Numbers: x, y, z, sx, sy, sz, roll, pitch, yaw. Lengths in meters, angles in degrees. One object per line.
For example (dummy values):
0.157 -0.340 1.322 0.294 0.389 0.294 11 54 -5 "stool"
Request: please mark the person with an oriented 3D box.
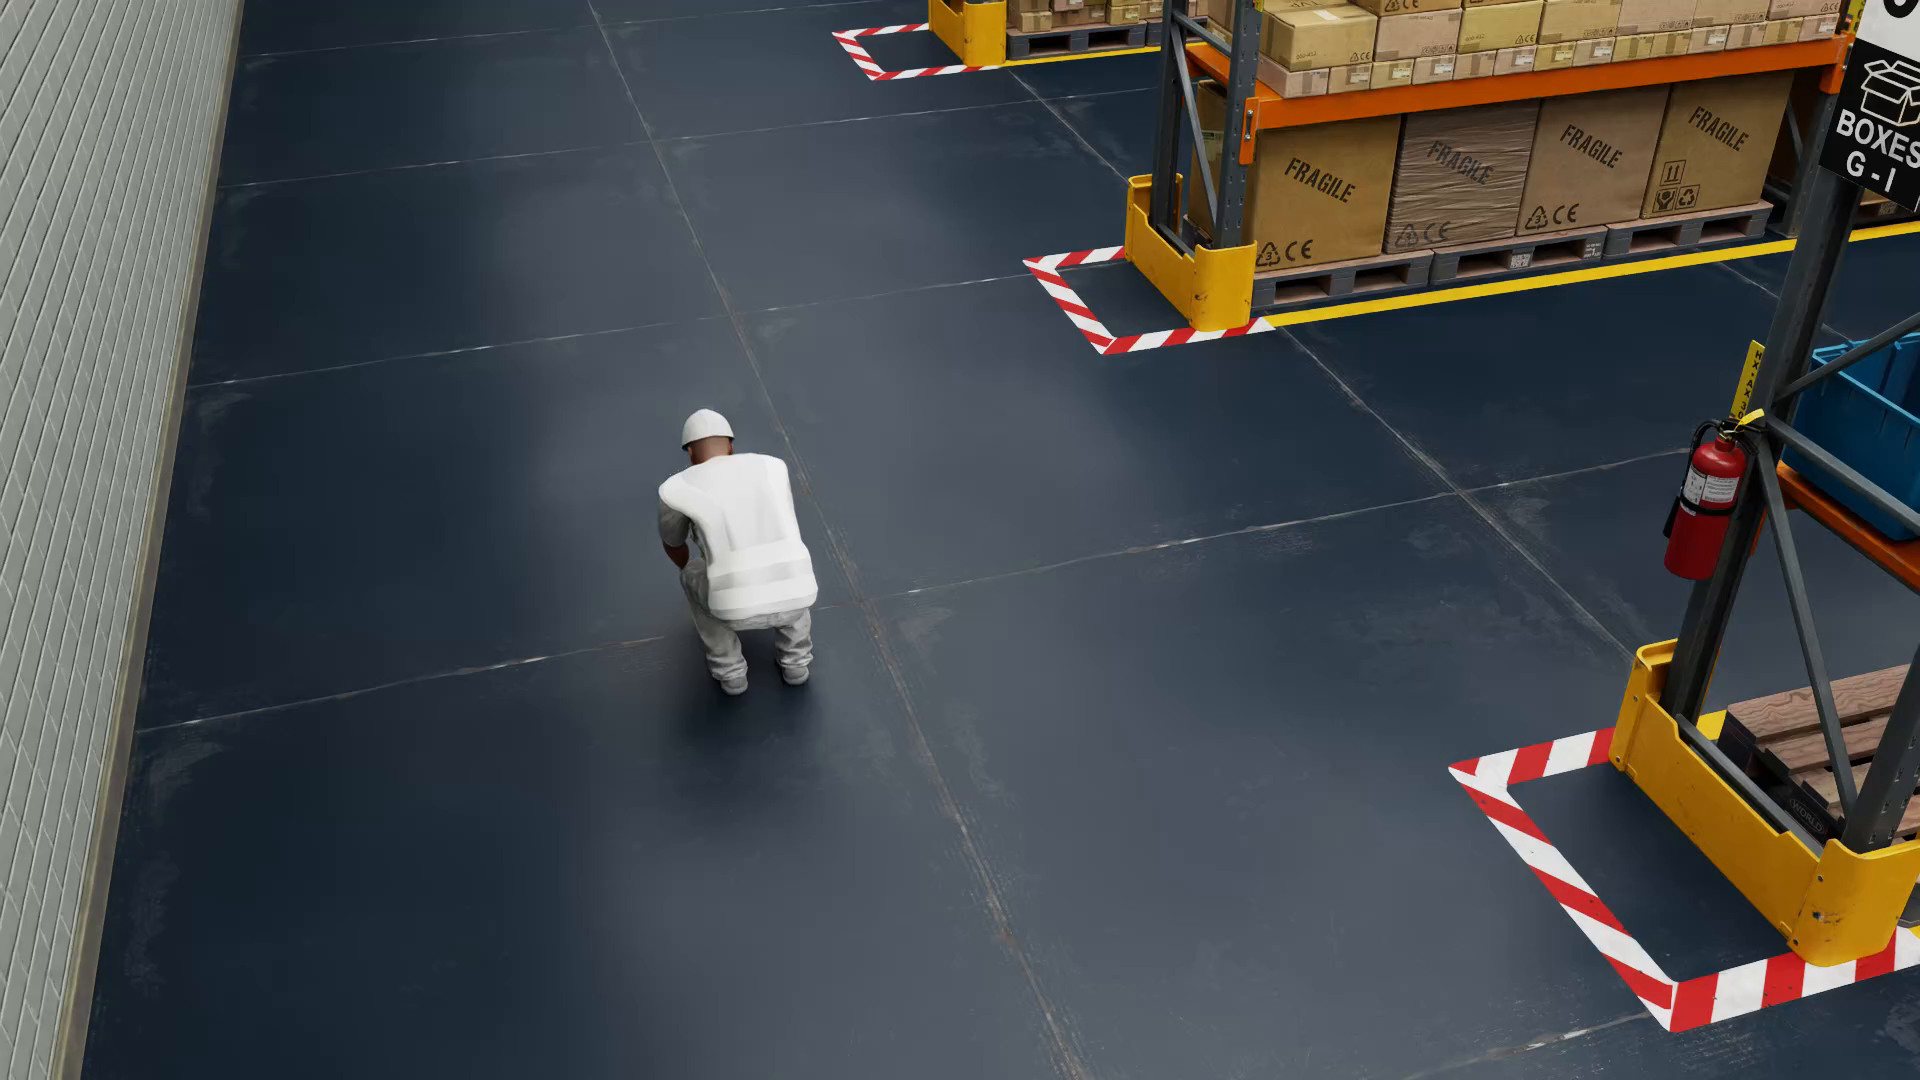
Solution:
-0.901 0.064 6.728 0.575 1.014 0.911 -10 35 -15 "person"
